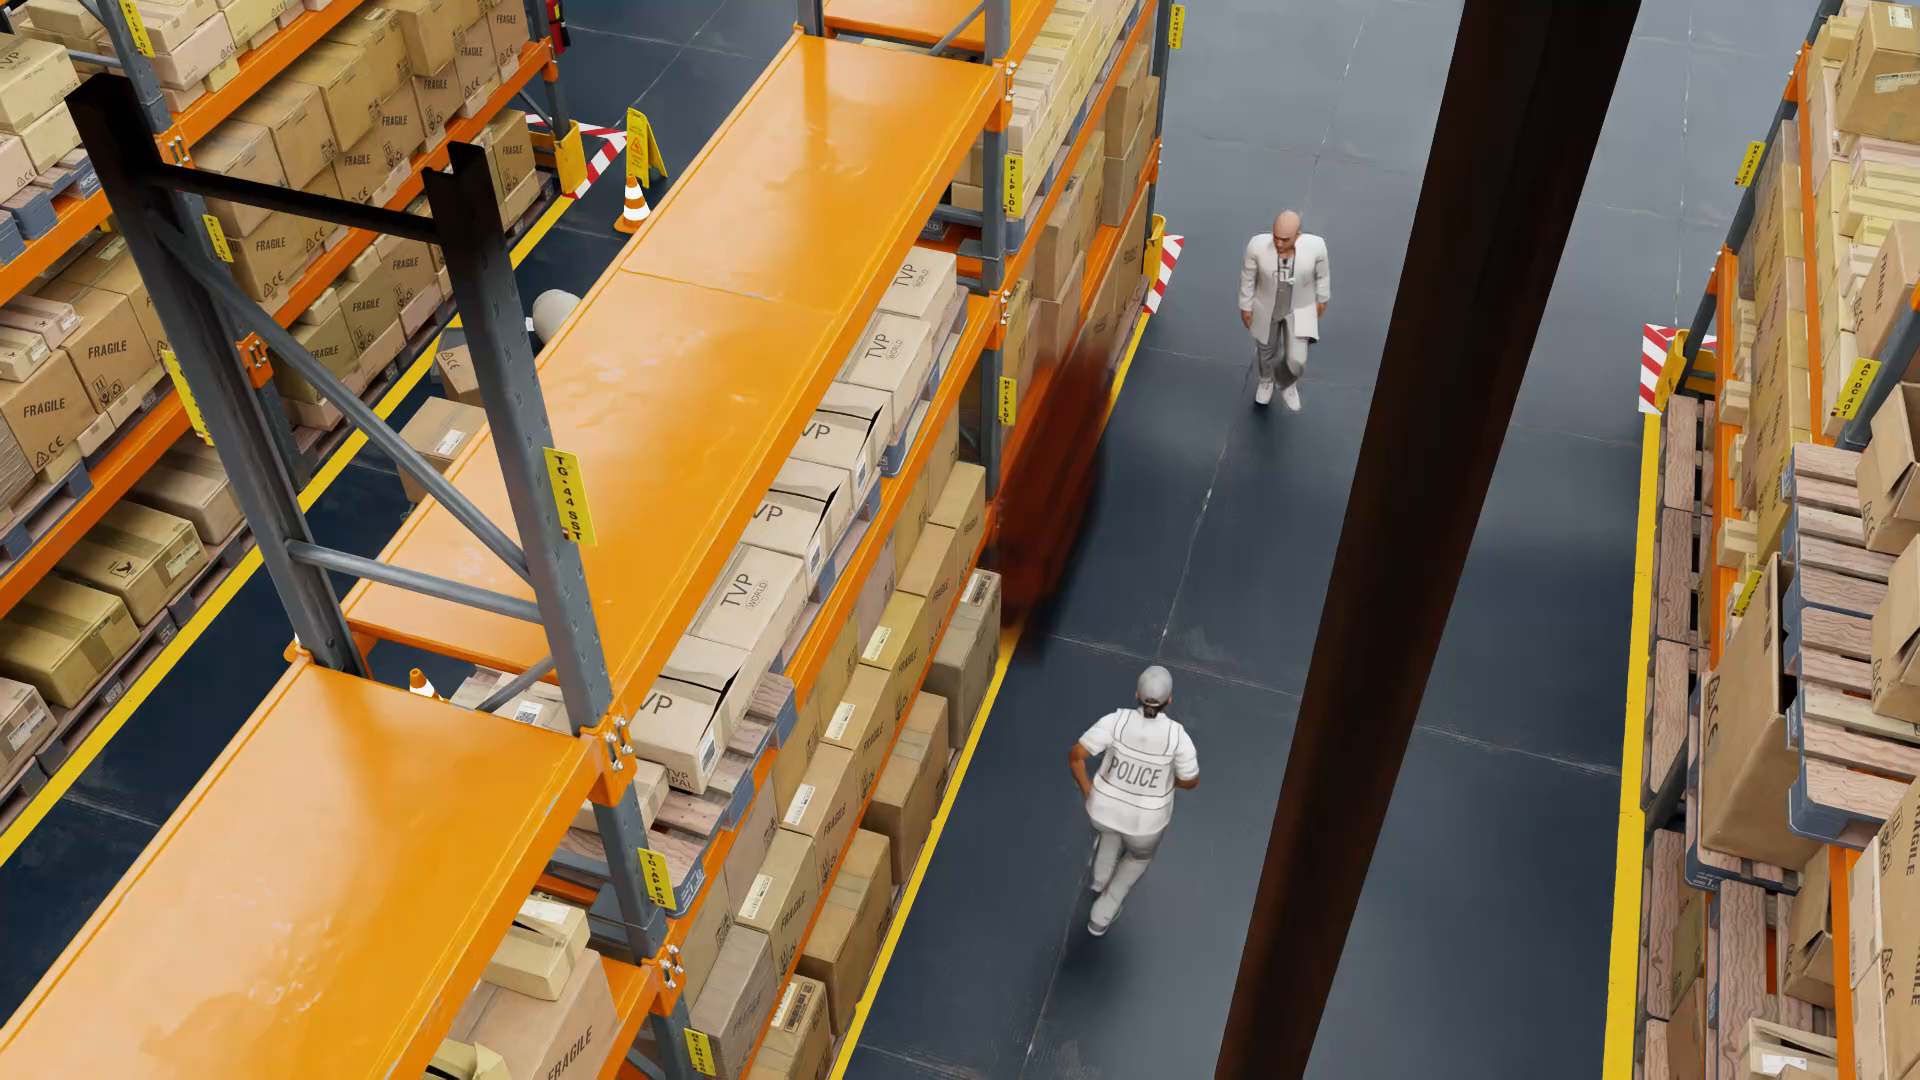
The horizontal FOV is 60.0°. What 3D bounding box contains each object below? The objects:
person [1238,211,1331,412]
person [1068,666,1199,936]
[{"bbox_3d":[2.204,-1.571,11.419,0.630,1.744,0.743,10,47,10],"label":"person"},{"bbox_3d":[0.860,1.367,8.517,0.605,1.570,0.829,21,49,20],"label":"person"}]
